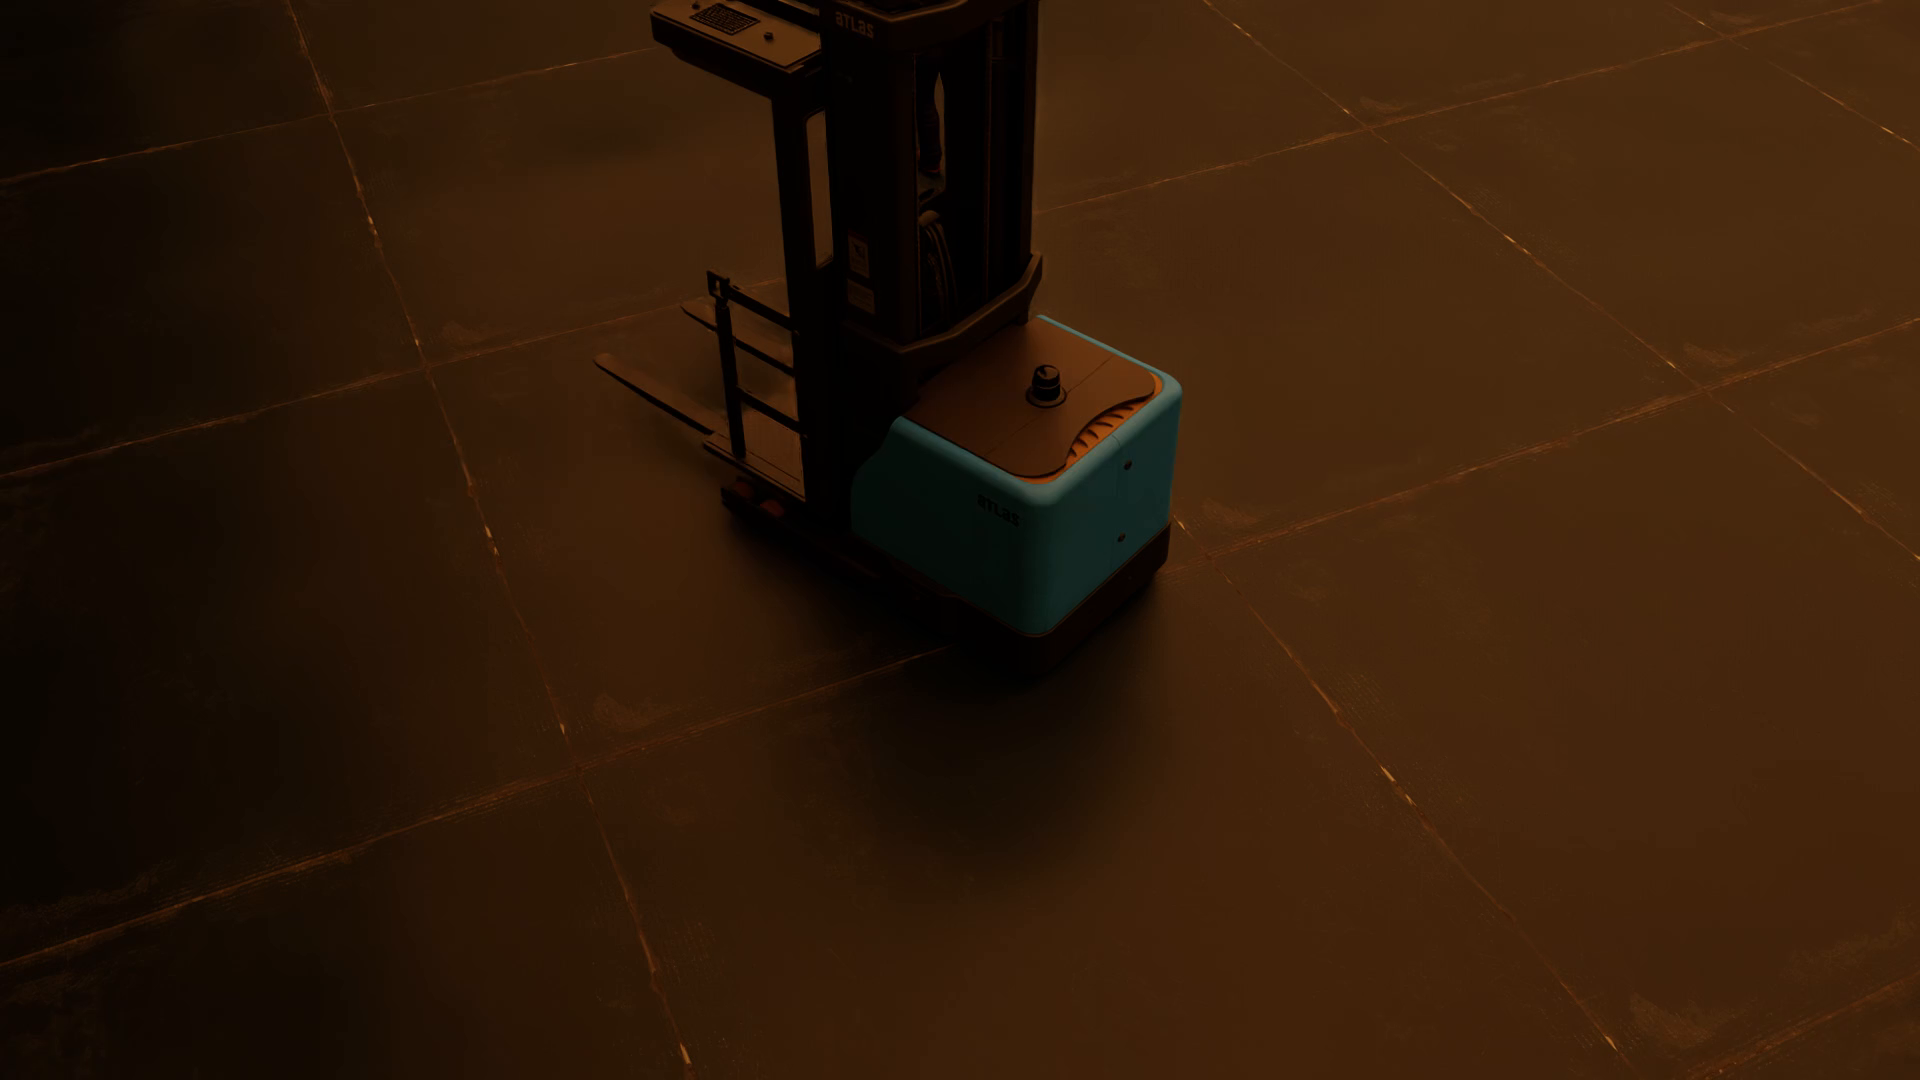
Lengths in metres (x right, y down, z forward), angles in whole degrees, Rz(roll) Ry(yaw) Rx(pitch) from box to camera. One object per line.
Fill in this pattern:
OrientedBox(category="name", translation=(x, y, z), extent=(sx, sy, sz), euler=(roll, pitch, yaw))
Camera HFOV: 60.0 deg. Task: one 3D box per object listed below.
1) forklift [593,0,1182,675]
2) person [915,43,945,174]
OrientedBox(category="forklift", translation=(-0.504, -1.347, 7.124), extent=(3.031, 2.935, 1.130), euler=(30, 51, 28))
OrientedBox(category="person", translation=(-0.174, -2.951, 9.773), extent=(0.596, 1.650, 0.502), euler=(-17, 46, -17))
